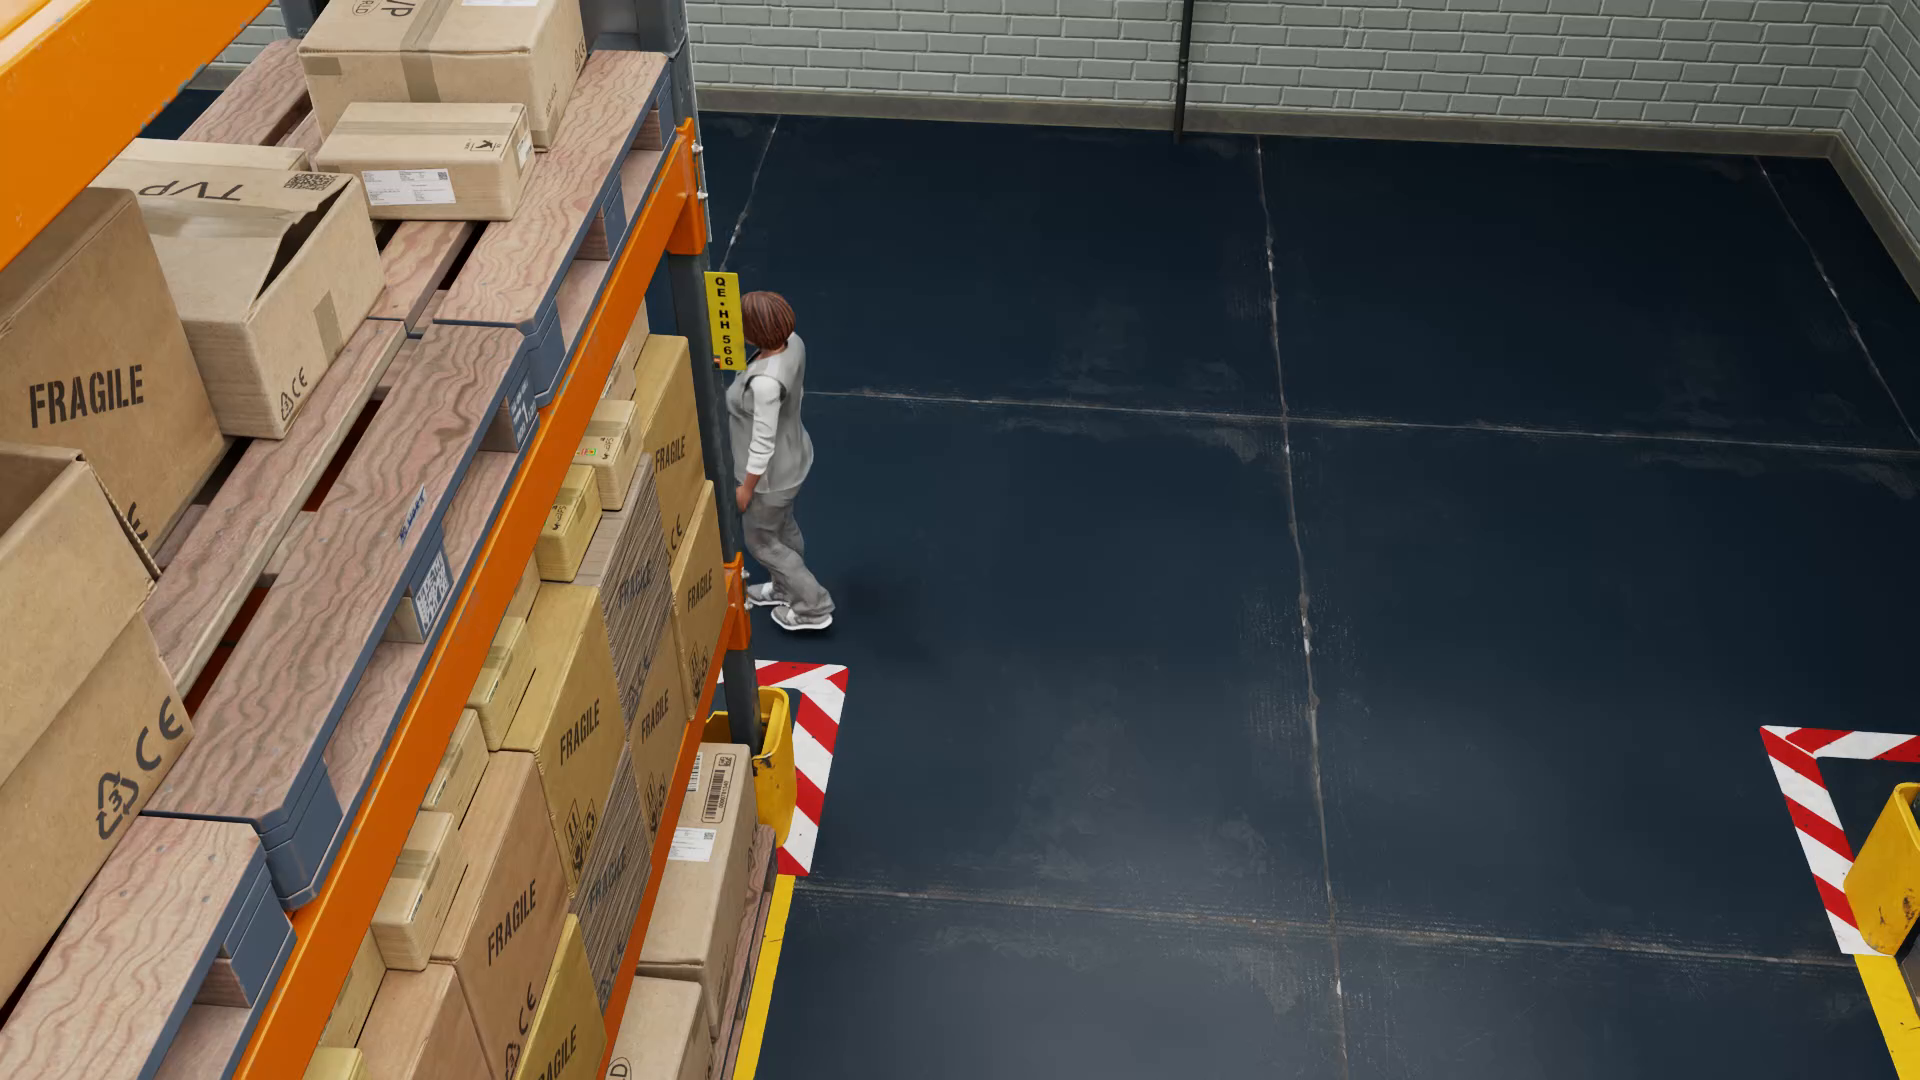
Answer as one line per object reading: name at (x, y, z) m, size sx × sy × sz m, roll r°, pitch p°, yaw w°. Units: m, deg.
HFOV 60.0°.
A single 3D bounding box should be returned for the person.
person at (-0.724, -0.281, 6.477) m, size 0.427 × 1.607 × 0.428 m, roll 6°, pitch 41°, yaw 7°
